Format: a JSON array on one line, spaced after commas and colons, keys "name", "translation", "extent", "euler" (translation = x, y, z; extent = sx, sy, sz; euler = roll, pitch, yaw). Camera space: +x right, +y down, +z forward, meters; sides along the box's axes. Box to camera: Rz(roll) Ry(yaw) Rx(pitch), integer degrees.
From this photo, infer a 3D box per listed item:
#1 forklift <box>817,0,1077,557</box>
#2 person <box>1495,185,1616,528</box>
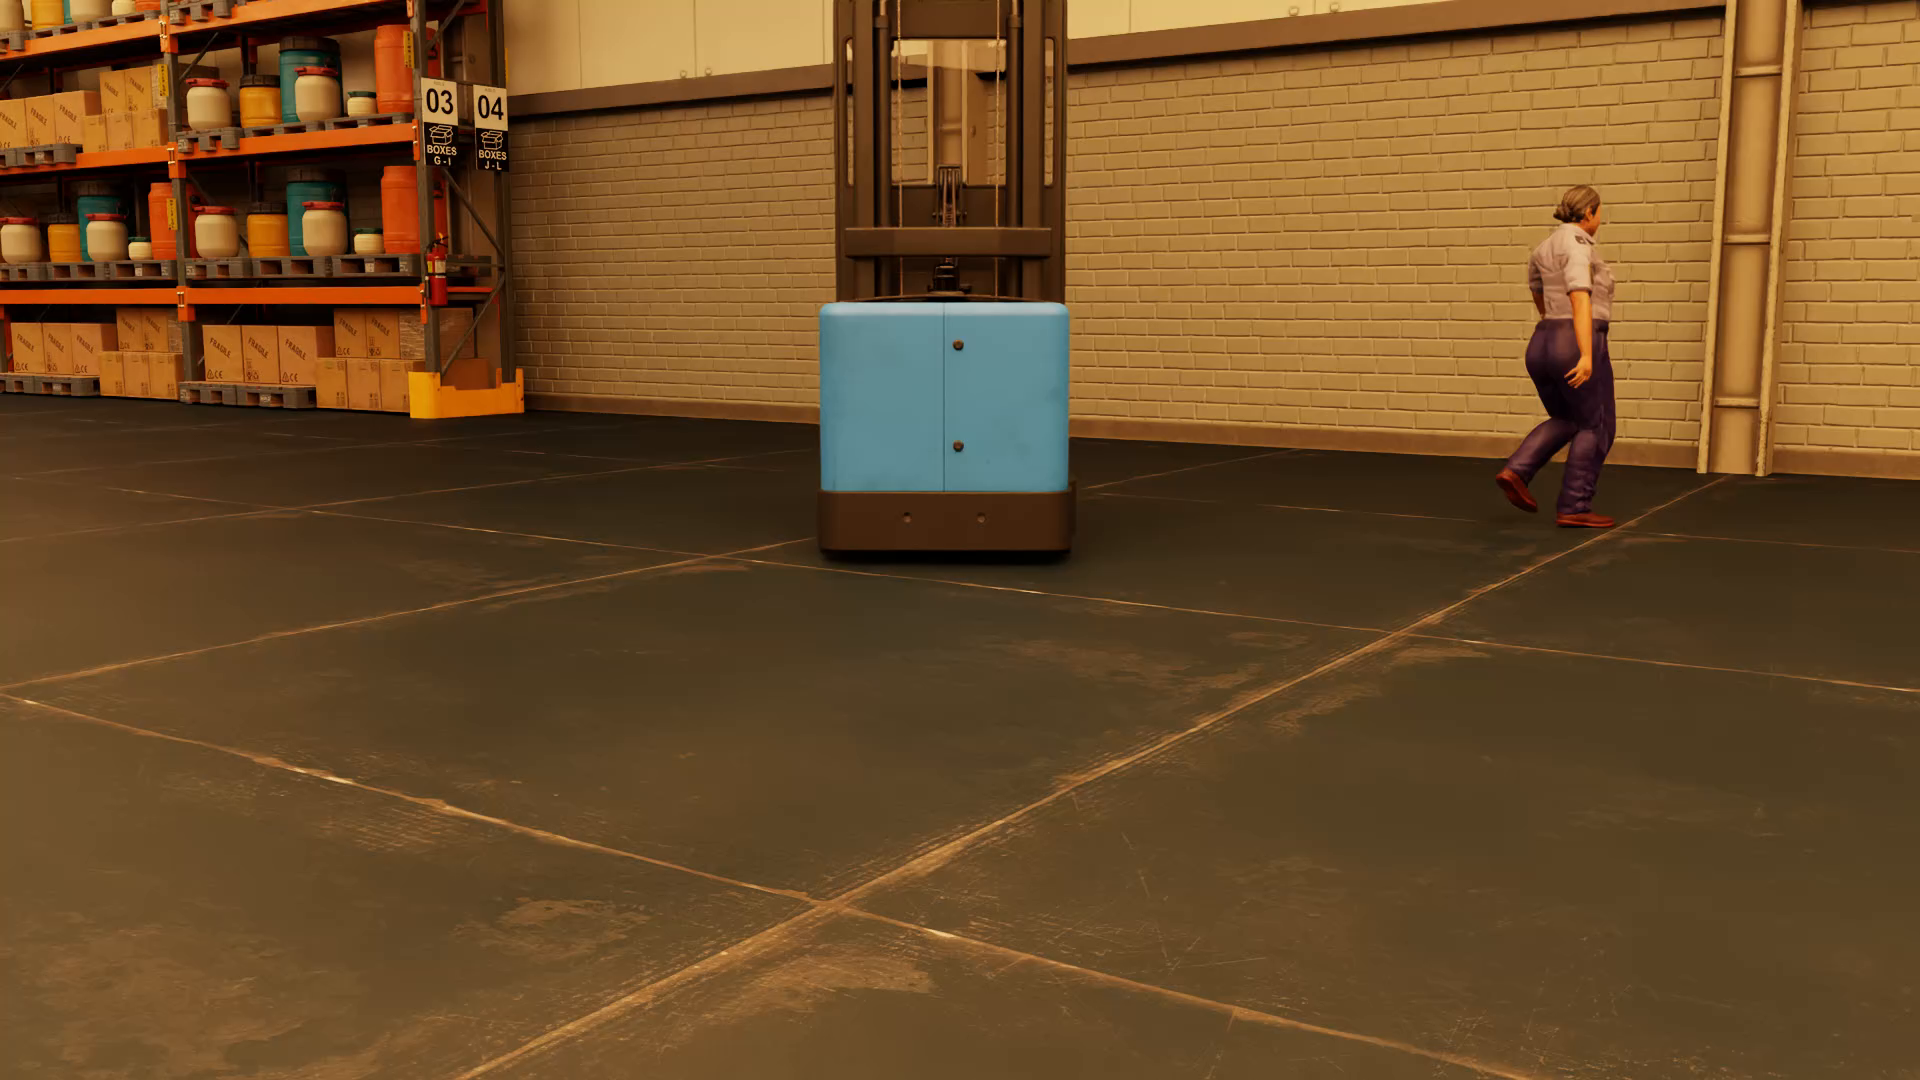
[{"name": "forklift", "translation": [-0.040, -1.550, 8.092], "extent": [1.130, 2.935, 3.031], "euler": [0, 8, 1]}, {"name": "person", "translation": [2.916, -0.871, 8.016], "extent": [0.511, 1.618, 0.689], "euler": [-2, 8, -13]}]
